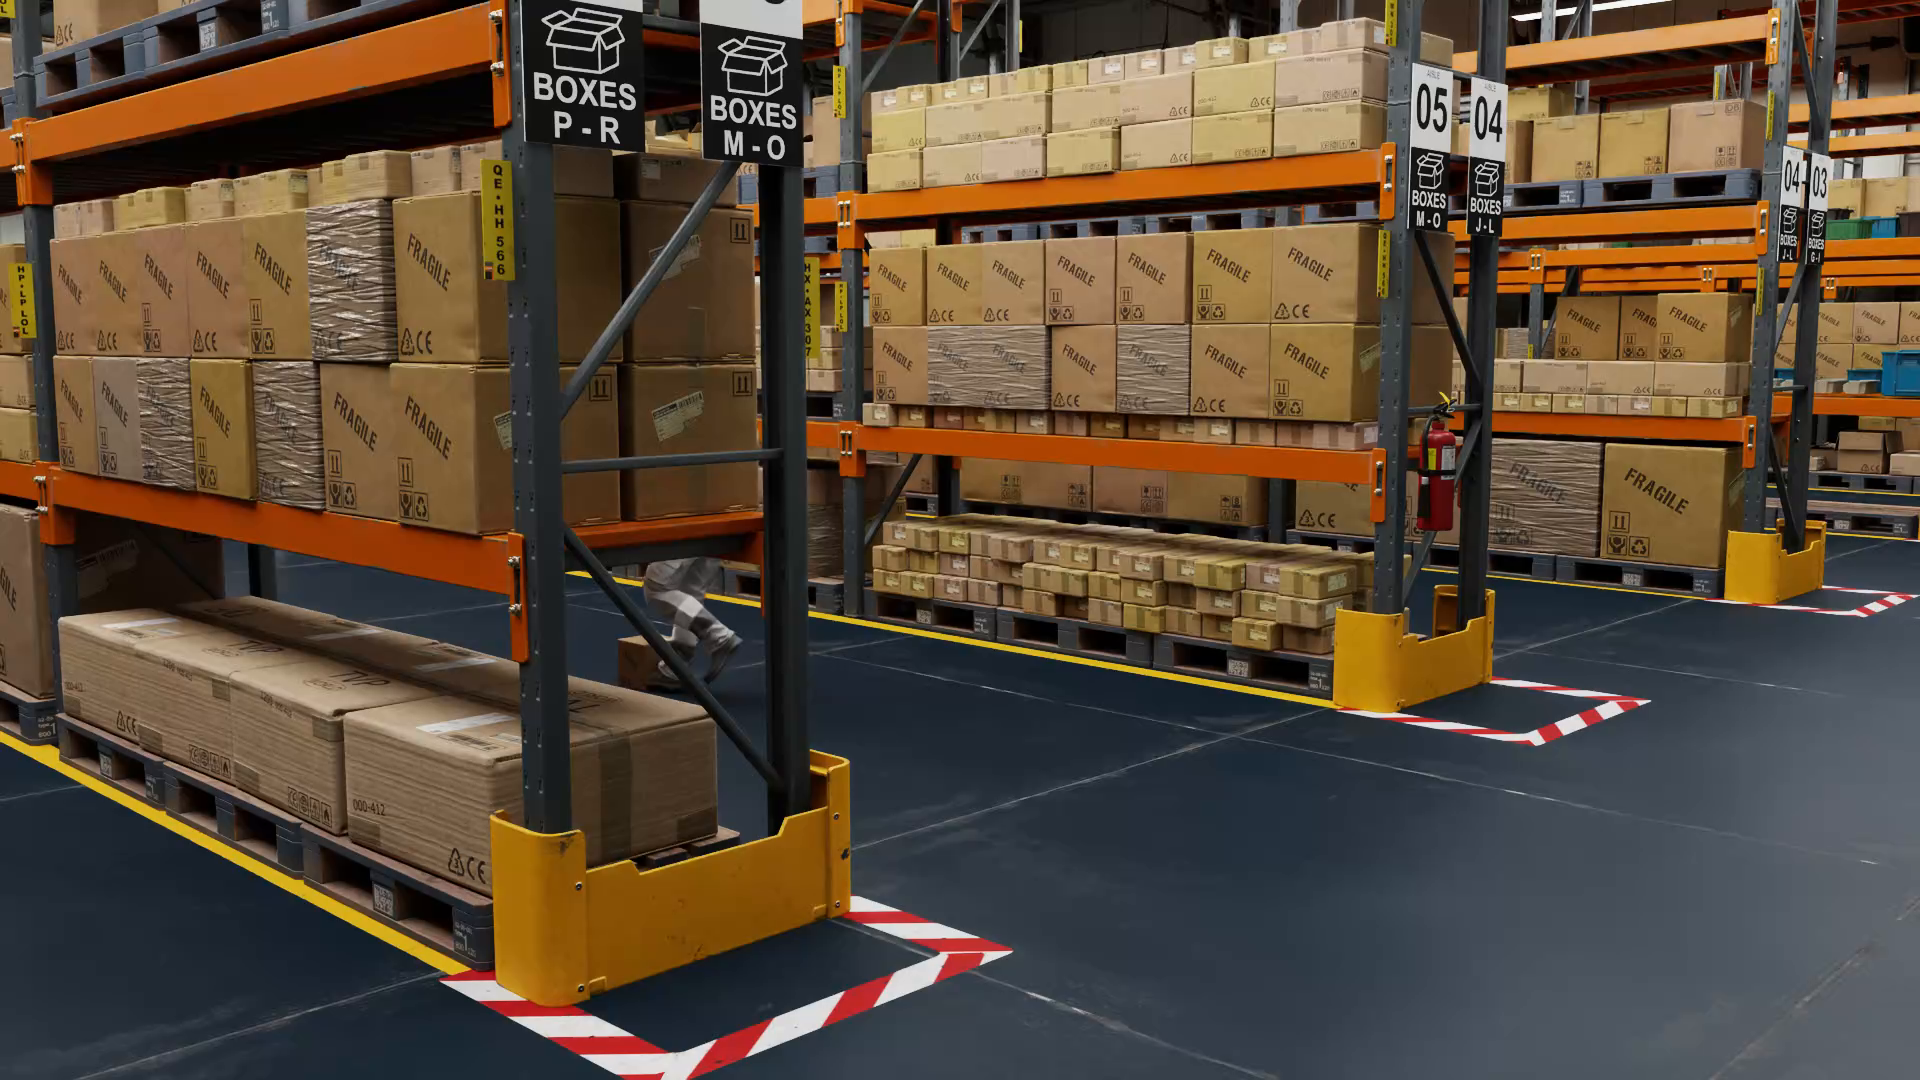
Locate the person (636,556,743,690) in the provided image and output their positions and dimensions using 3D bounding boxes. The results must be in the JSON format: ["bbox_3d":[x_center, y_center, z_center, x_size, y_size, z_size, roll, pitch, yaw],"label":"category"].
[{"bbox_3d":[-1.428,-0.072,8.708,0.734,1.763,0.621,4,8,29],"label":"person"}]
